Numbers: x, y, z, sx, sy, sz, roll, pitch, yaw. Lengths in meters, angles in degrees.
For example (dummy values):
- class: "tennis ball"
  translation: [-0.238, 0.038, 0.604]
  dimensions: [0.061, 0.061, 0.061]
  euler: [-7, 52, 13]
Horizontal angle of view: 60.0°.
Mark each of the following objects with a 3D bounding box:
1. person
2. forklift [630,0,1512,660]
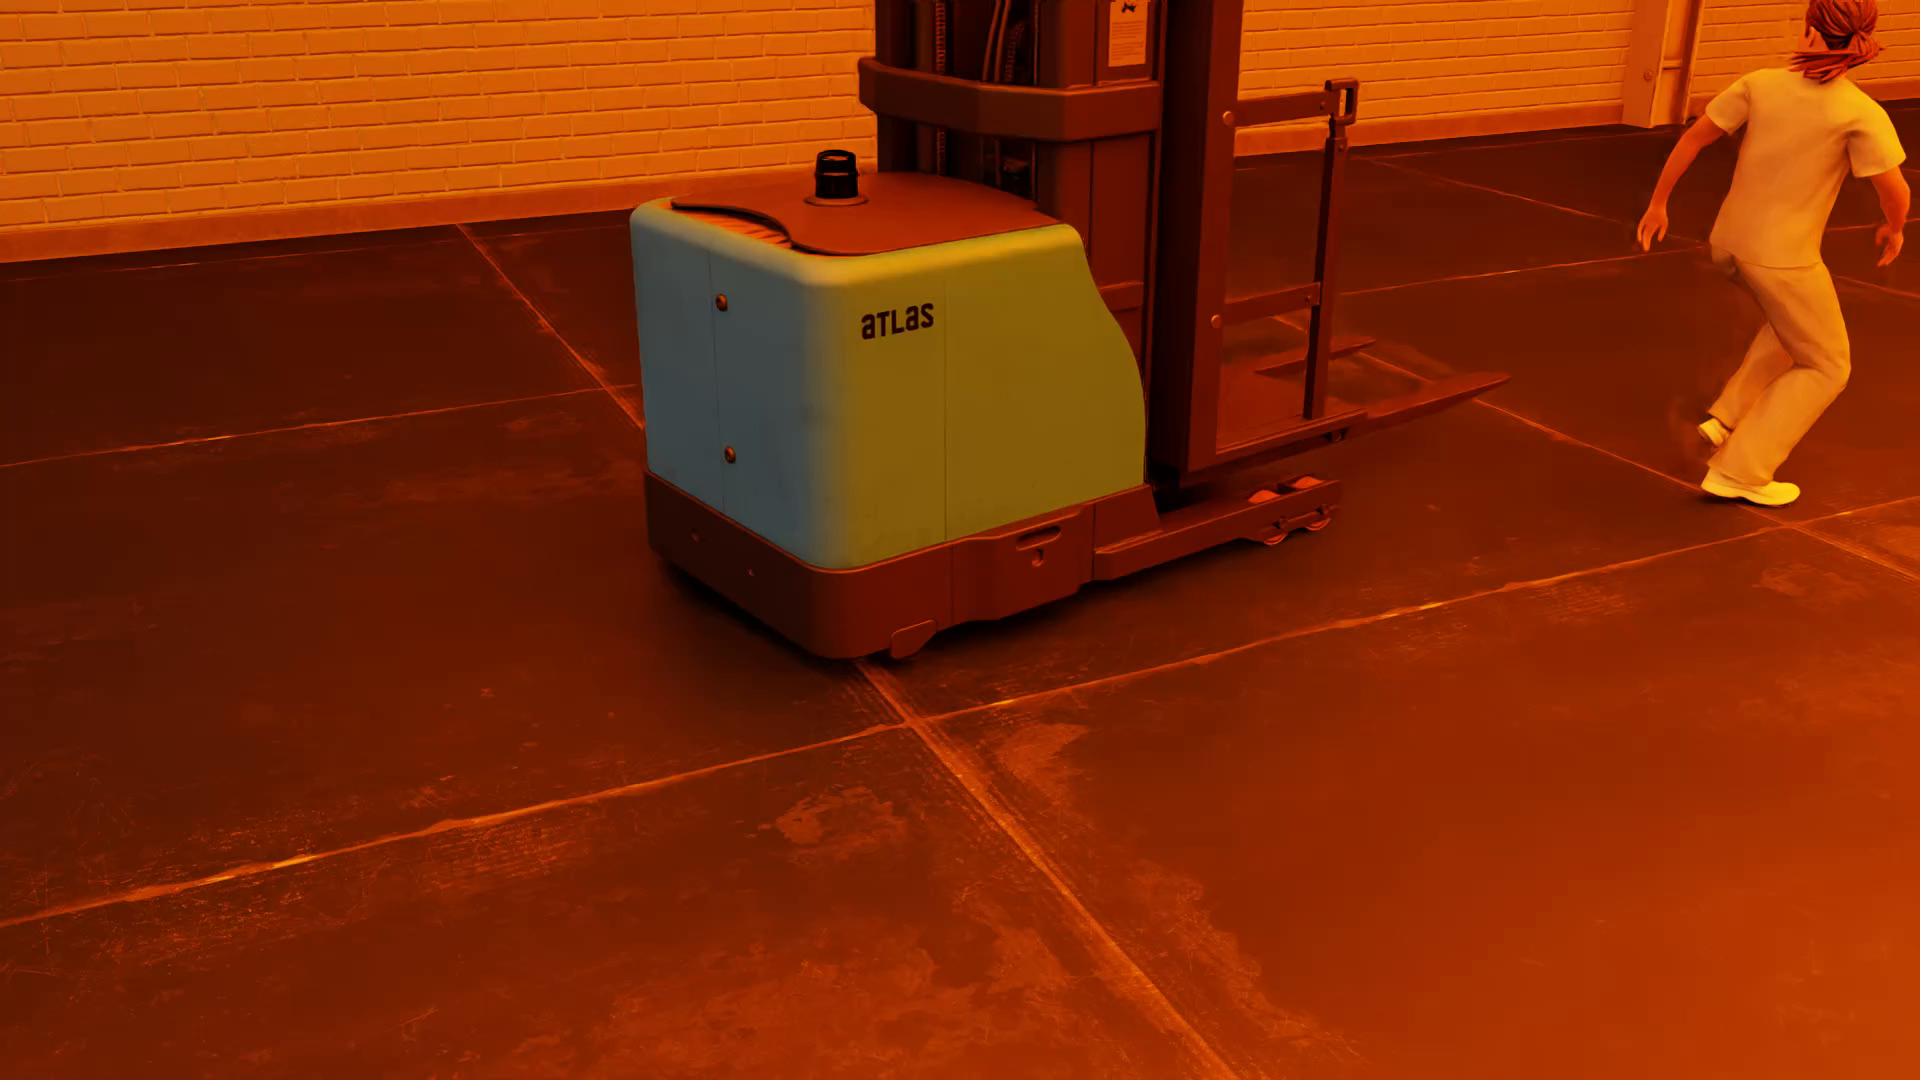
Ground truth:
- class: "person"
  translation: [2.577, -0.900, 5.215]
  dimensions: [0.655, 1.617, 0.616]
  euler: [-7, 23, -15]
- class: "forklift"
  translation: [0.566, -1.482, 4.852]
  dimensions: [3.031, 2.935, 1.130]
  euler: [-16, 28, -34]
